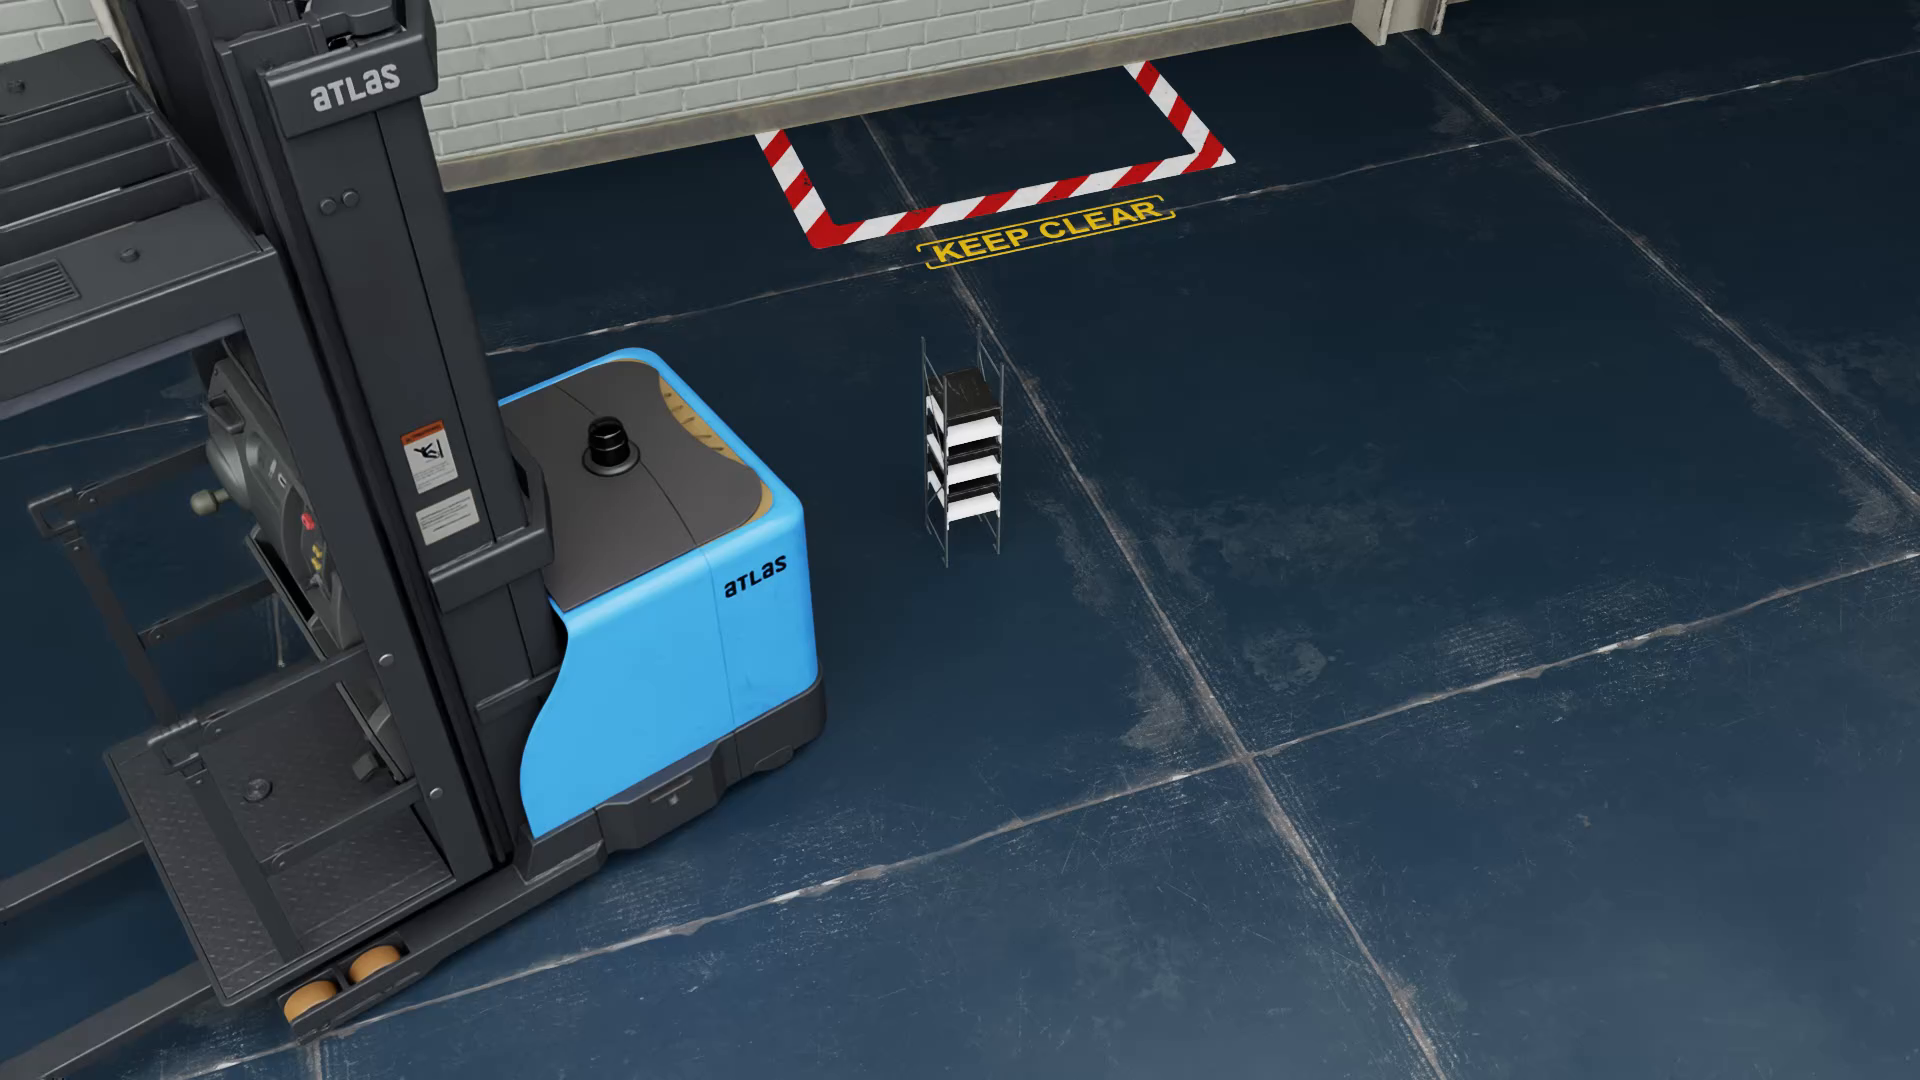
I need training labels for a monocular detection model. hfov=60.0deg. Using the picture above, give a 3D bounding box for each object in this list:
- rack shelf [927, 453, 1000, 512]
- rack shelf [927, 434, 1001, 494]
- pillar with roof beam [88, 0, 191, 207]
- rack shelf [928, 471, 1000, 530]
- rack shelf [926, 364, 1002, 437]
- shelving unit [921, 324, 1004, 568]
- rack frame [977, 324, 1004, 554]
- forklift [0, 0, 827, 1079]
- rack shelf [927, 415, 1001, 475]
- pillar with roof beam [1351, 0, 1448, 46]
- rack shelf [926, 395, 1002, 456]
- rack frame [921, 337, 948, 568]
[{"bbox_3d":[0.008,-0.233,6.021,0.200,0.077,0.258,-14,47,-14],"label":"rack shelf"},{"bbox_3d":[0.008,-0.296,5.957,0.200,0.077,0.258,-14,47,-14],"label":"rack shelf"},{"bbox_3d":[-1.822,-1.655,1.546,0.400,9.000,9.100,-14,47,-14],"label":"pillar with roof beam"},{"bbox_3d":[0.008,-0.169,6.084,0.200,0.077,0.258,-14,47,-14],"label":"rack shelf"},{"bbox_3d":[0.008,-0.487,5.766,0.200,0.077,0.258,-14,47,-14],"label":"rack shelf"},{"bbox_3d":[0.008,-0.320,5.933,0.210,0.900,0.258,-14,47,-14],"label":"shelving unit"},{"bbox_3d":[0.103,-0.344,5.958,0.006,0.900,0.240,-14,47,-14],"label":"rack frame"},{"bbox_3d":[-1.929,-0.027,4.207,3.031,2.935,1.130,-28,51,-25],"label":"forklift"},{"bbox_3d":[0.008,-0.360,5.893,0.200,0.077,0.258,-14,47,-14],"label":"rack shelf"},{"bbox_3d":[3.821,-3.098,2.984,0.400,9.000,9.100,-14,47,-14],"label":"pillar with roof beam"},{"bbox_3d":[0.008,-0.423,5.829,0.200,0.077,0.258,-14,47,-14],"label":"rack shelf"},{"bbox_3d":[-0.088,-0.295,5.909,0.006,0.900,0.240,-14,47,-14],"label":"rack frame"}]
